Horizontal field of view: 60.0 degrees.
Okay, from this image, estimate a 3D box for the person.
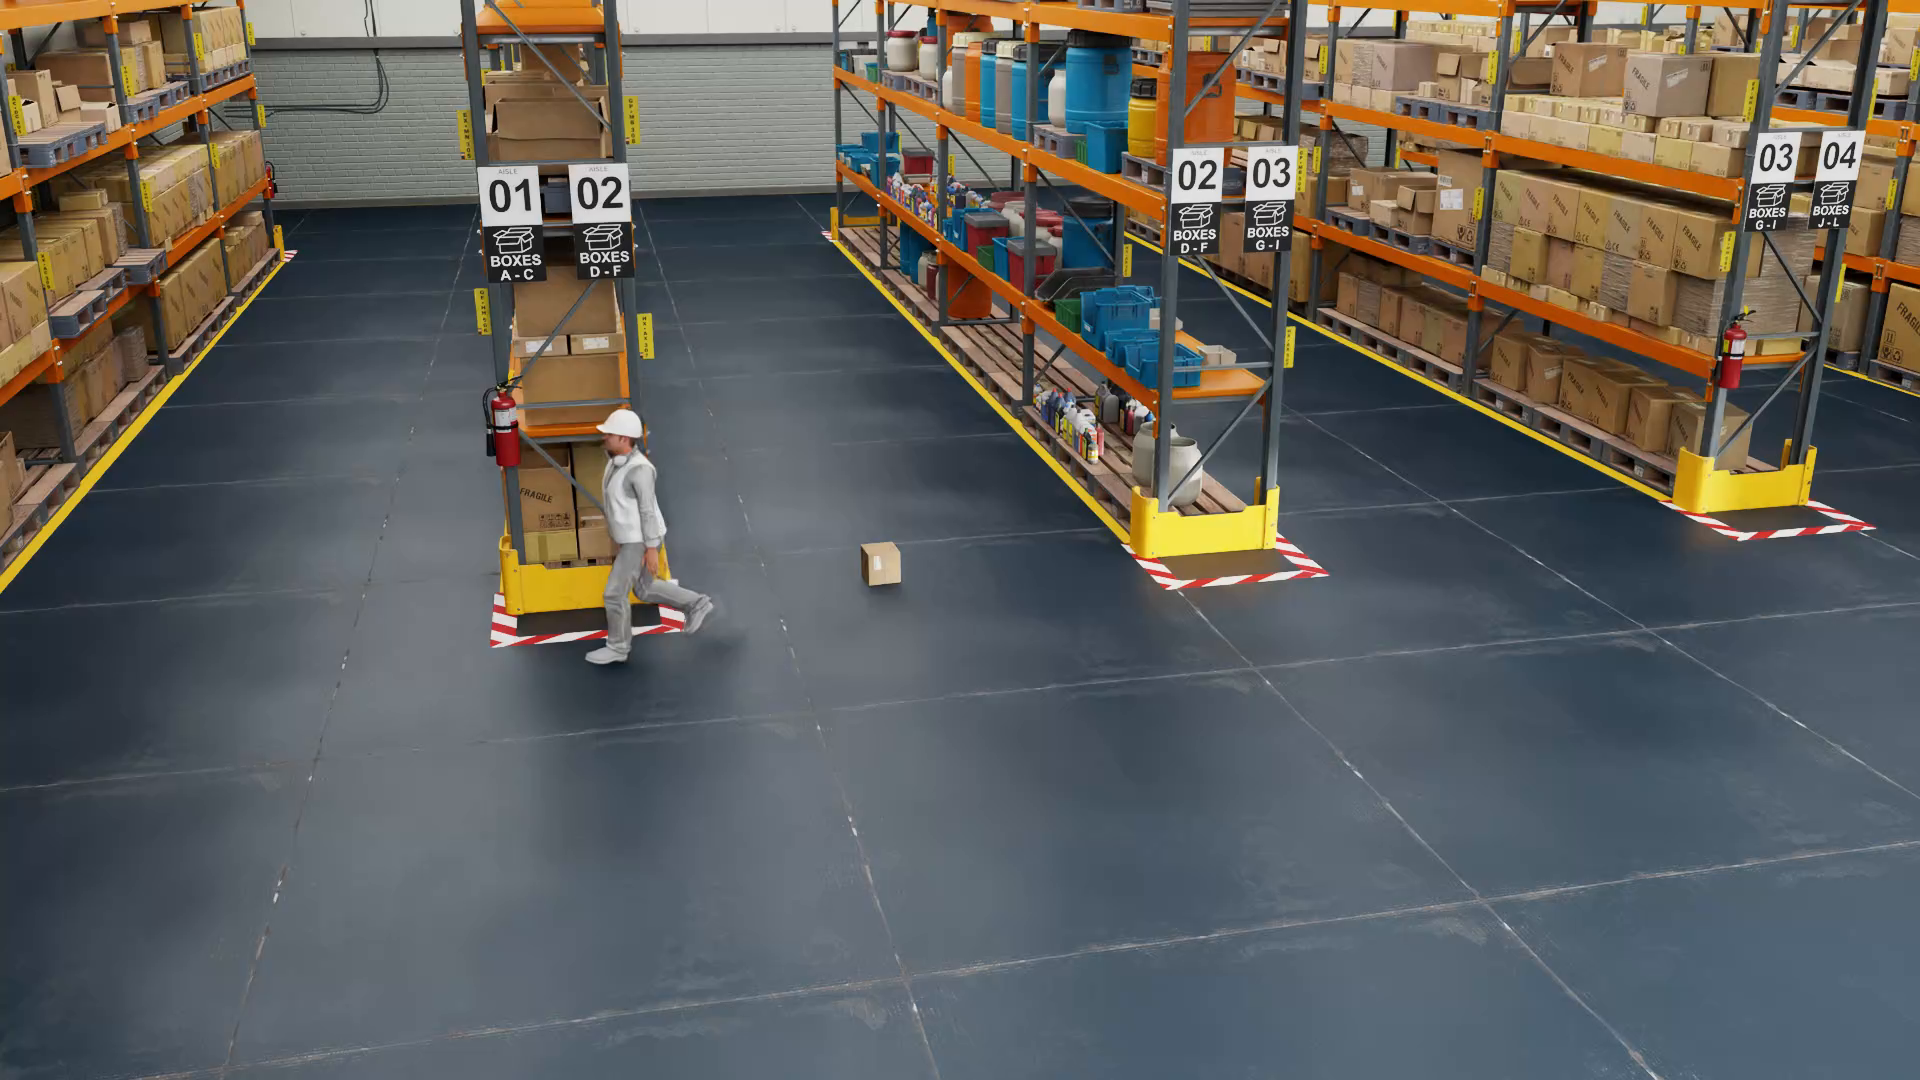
[{"bbox_3d":[-2.138,-0.051,11.196,0.951,1.729,0.618,-10,22,-26],"label":"person"}]
